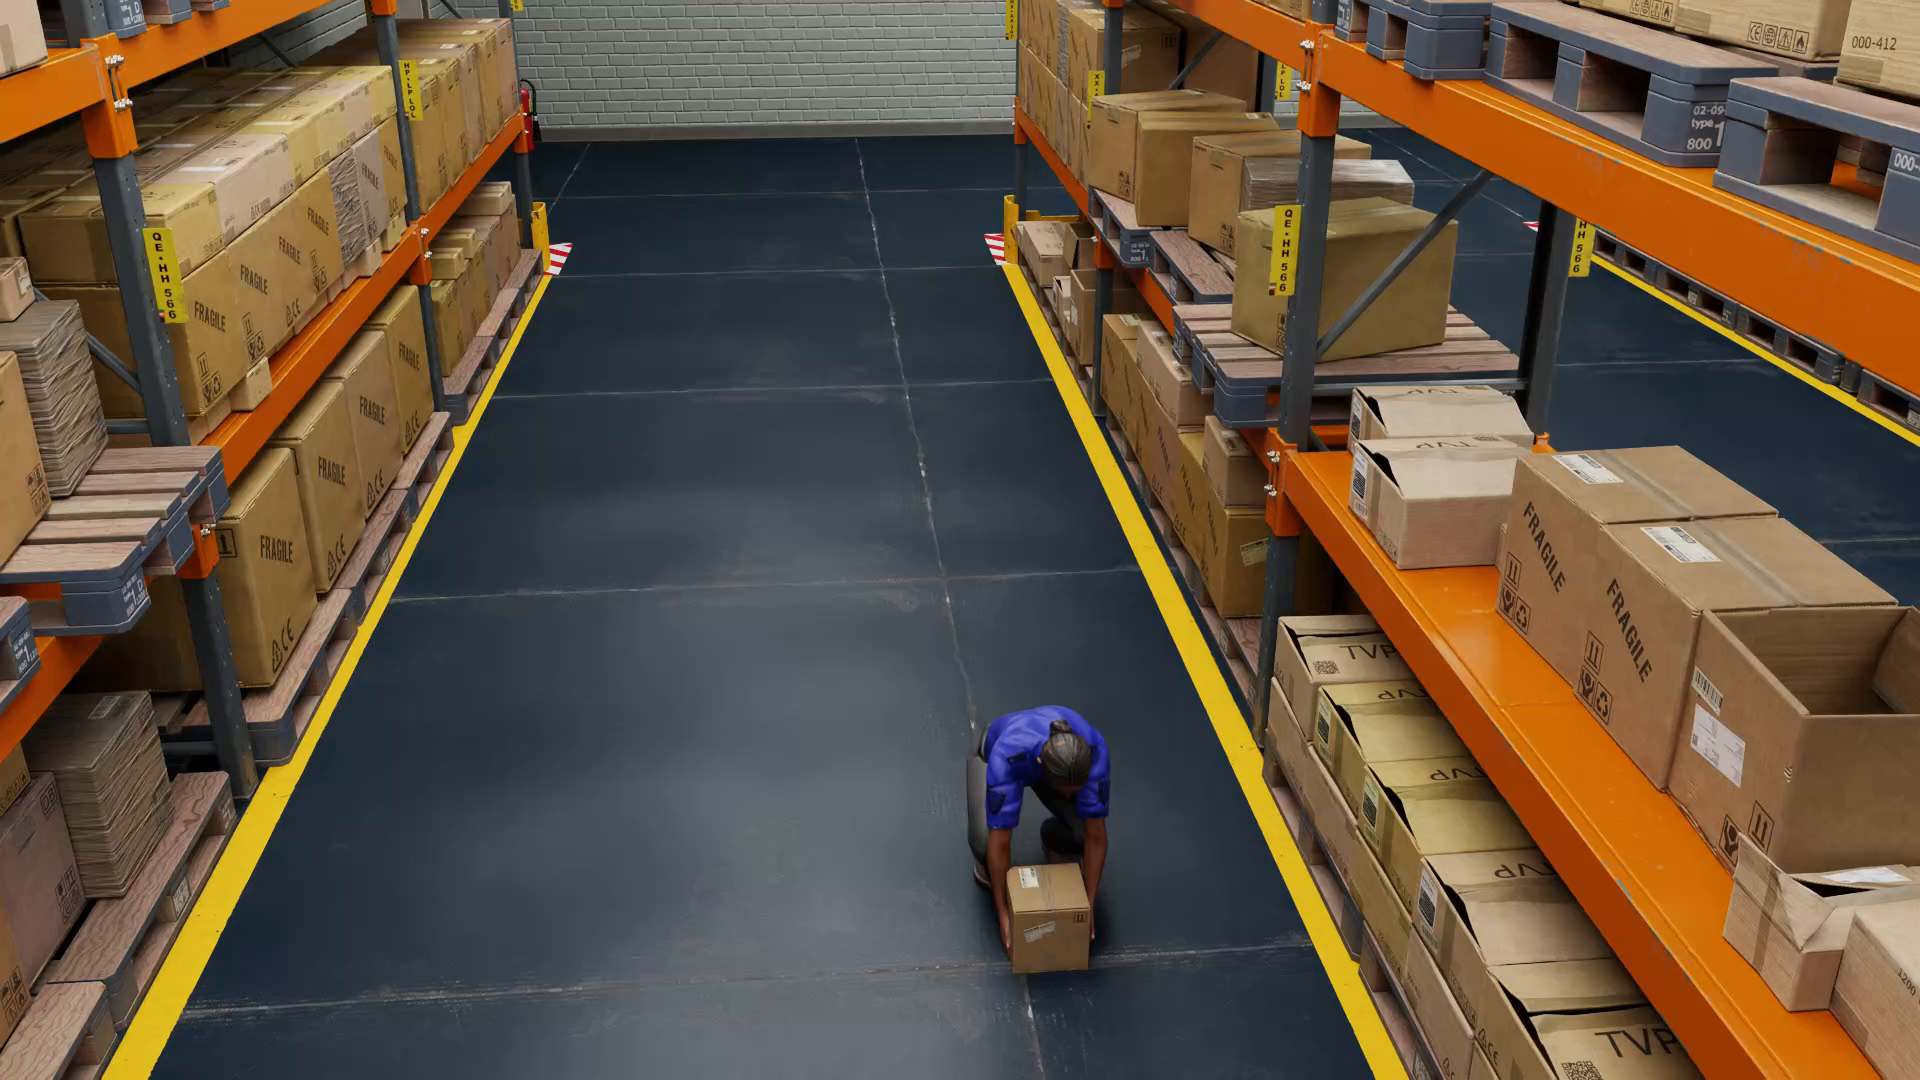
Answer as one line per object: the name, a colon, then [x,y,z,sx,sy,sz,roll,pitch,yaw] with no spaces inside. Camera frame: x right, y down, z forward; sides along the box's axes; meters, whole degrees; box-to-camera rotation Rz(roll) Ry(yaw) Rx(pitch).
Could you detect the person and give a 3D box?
person: [0.259,0.876,5.713,0.480,0.810,0.811,-2,24,-6]
